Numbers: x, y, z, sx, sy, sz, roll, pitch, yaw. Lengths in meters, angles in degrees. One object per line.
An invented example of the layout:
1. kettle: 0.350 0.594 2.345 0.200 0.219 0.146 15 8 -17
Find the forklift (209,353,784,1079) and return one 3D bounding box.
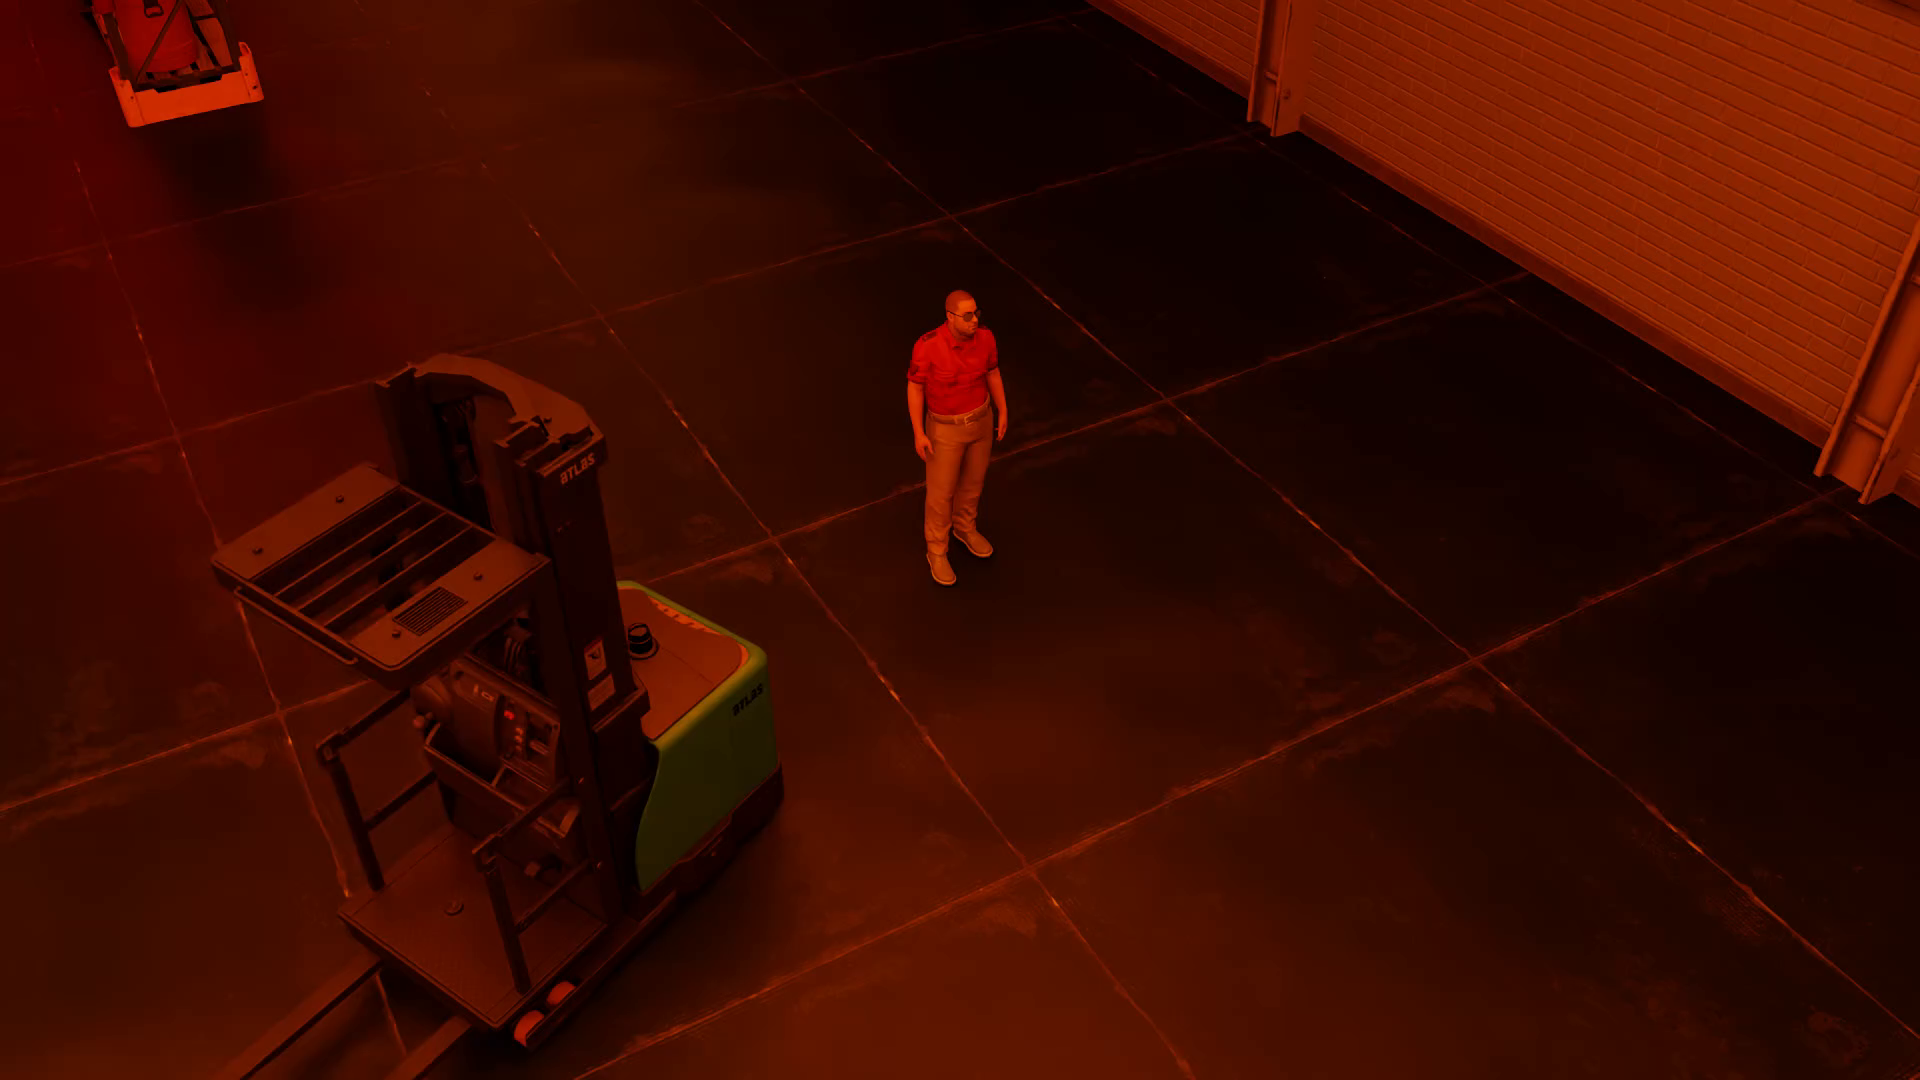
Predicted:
1. forklift: -2.178 0.821 7.047 1.130 2.935 3.031 24 46 27

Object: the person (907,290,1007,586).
1. person: 0.034 -0.617 9.711 0.640 1.727 0.551 -20 44 -23
